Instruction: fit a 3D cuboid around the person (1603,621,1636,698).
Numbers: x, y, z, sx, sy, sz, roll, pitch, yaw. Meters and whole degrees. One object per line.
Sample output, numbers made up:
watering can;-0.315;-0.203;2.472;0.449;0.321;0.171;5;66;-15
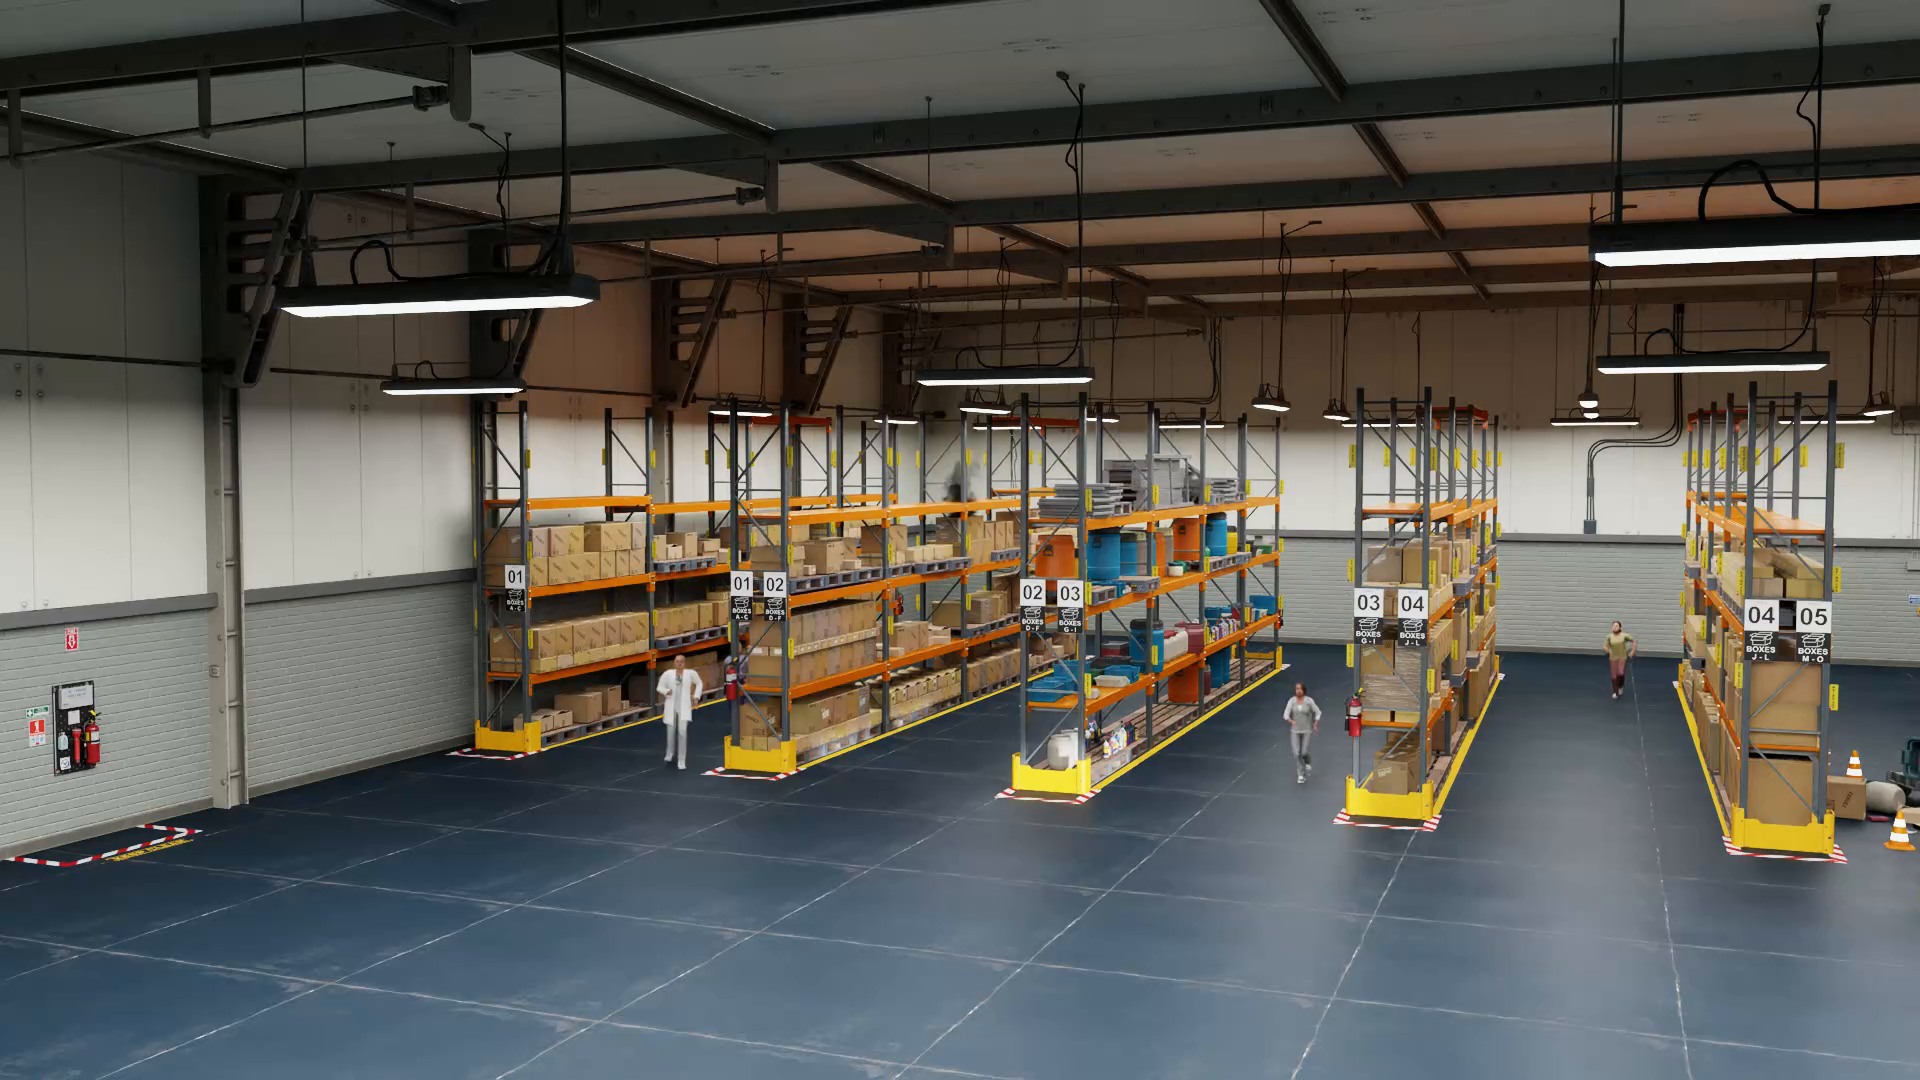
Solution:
person;13.703;2.498;34.605;0.598;1.622;0.719;2;3;32

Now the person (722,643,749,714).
person;-4.126;2.698;30.669;0.591;1.618;0.576;1;3;10

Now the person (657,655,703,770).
person;-4.579;2.792;27.126;0.726;1.854;0.801;0;3;-4

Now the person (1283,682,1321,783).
person;5.265;2.976;25.678;0.555;1.554;0.563;1;3;21
